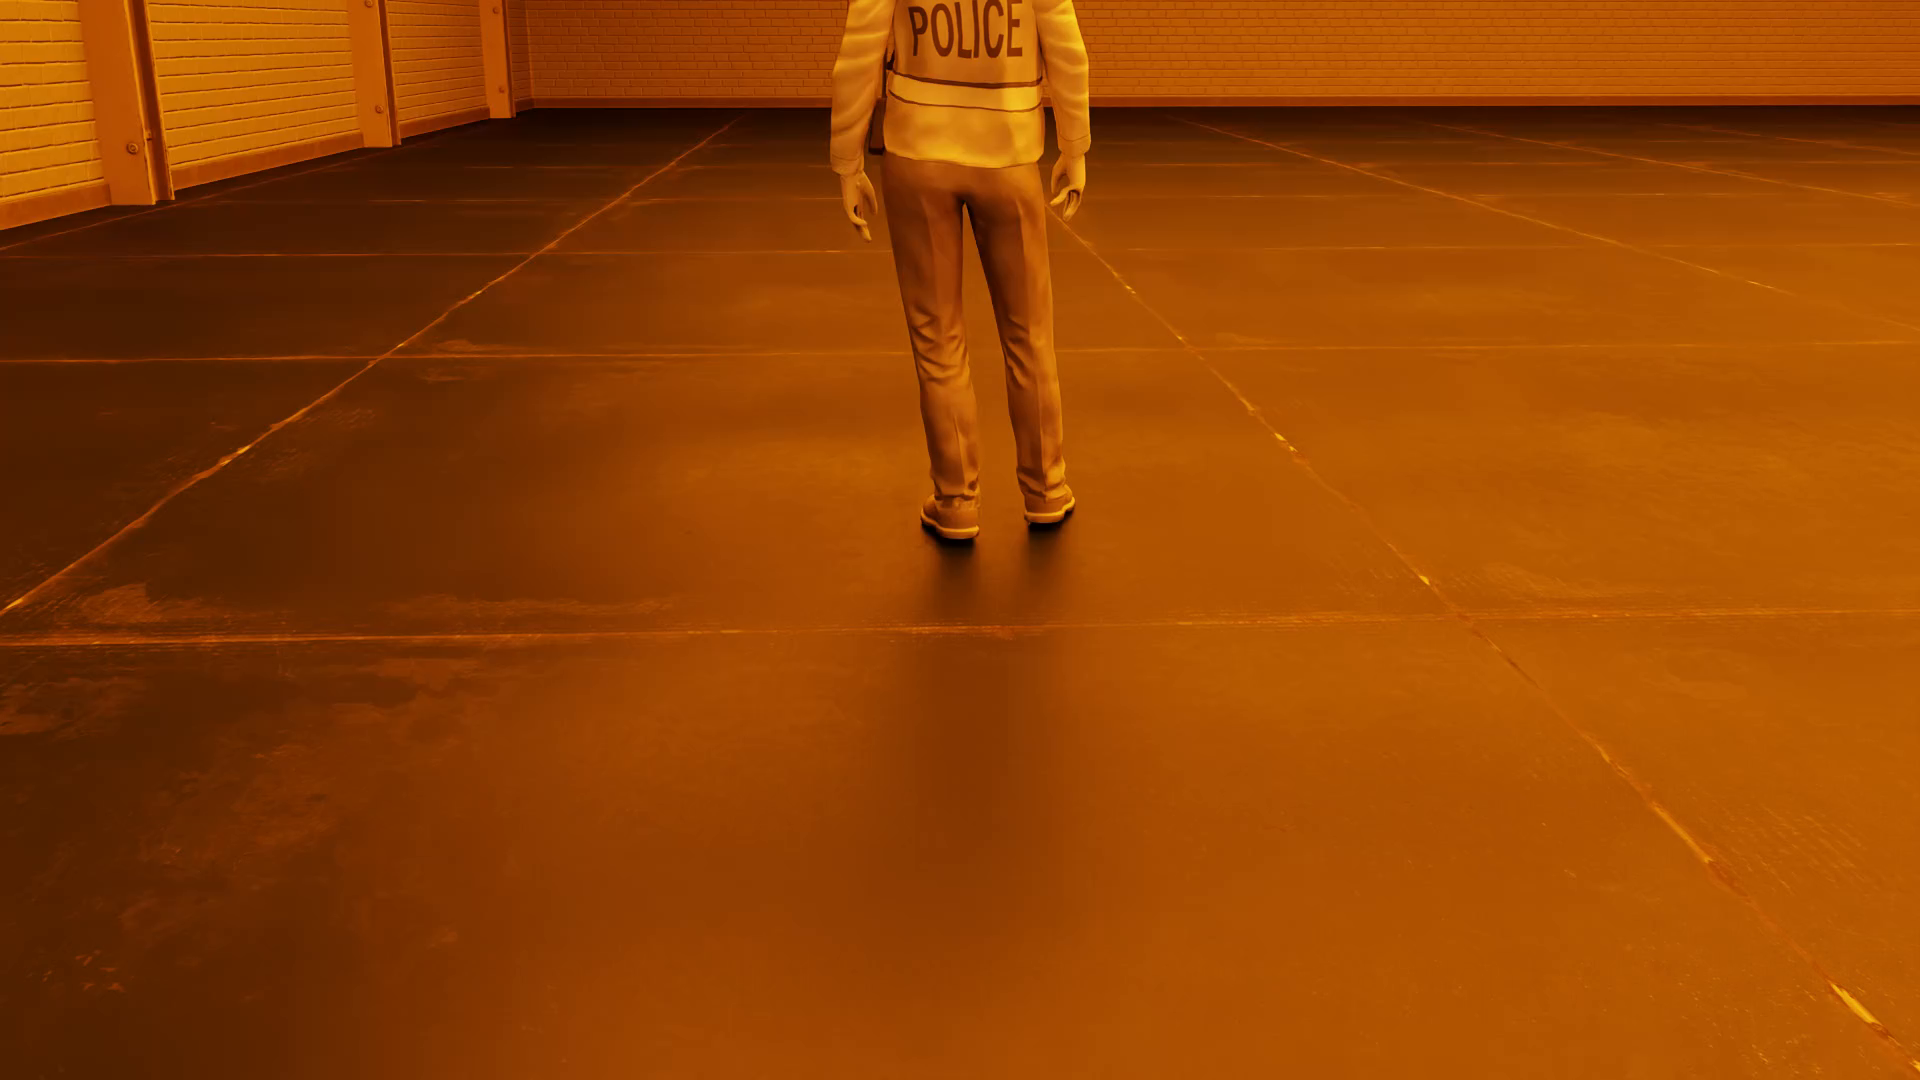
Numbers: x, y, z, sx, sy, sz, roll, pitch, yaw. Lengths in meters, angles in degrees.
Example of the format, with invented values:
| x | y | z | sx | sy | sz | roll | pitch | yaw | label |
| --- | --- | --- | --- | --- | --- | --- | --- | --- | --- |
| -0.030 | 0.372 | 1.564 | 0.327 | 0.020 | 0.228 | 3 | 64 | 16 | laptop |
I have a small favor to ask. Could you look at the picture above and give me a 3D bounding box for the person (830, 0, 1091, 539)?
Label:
| x | y | z | sx | sy | sz | roll | pitch | yaw | label |
| --- | --- | --- | --- | --- | --- | --- | --- | --- | --- |
| 0.003 | -0.837 | 3.734 | 0.586 | 1.694 | 0.530 | -1 | 17 | -3 | person |
